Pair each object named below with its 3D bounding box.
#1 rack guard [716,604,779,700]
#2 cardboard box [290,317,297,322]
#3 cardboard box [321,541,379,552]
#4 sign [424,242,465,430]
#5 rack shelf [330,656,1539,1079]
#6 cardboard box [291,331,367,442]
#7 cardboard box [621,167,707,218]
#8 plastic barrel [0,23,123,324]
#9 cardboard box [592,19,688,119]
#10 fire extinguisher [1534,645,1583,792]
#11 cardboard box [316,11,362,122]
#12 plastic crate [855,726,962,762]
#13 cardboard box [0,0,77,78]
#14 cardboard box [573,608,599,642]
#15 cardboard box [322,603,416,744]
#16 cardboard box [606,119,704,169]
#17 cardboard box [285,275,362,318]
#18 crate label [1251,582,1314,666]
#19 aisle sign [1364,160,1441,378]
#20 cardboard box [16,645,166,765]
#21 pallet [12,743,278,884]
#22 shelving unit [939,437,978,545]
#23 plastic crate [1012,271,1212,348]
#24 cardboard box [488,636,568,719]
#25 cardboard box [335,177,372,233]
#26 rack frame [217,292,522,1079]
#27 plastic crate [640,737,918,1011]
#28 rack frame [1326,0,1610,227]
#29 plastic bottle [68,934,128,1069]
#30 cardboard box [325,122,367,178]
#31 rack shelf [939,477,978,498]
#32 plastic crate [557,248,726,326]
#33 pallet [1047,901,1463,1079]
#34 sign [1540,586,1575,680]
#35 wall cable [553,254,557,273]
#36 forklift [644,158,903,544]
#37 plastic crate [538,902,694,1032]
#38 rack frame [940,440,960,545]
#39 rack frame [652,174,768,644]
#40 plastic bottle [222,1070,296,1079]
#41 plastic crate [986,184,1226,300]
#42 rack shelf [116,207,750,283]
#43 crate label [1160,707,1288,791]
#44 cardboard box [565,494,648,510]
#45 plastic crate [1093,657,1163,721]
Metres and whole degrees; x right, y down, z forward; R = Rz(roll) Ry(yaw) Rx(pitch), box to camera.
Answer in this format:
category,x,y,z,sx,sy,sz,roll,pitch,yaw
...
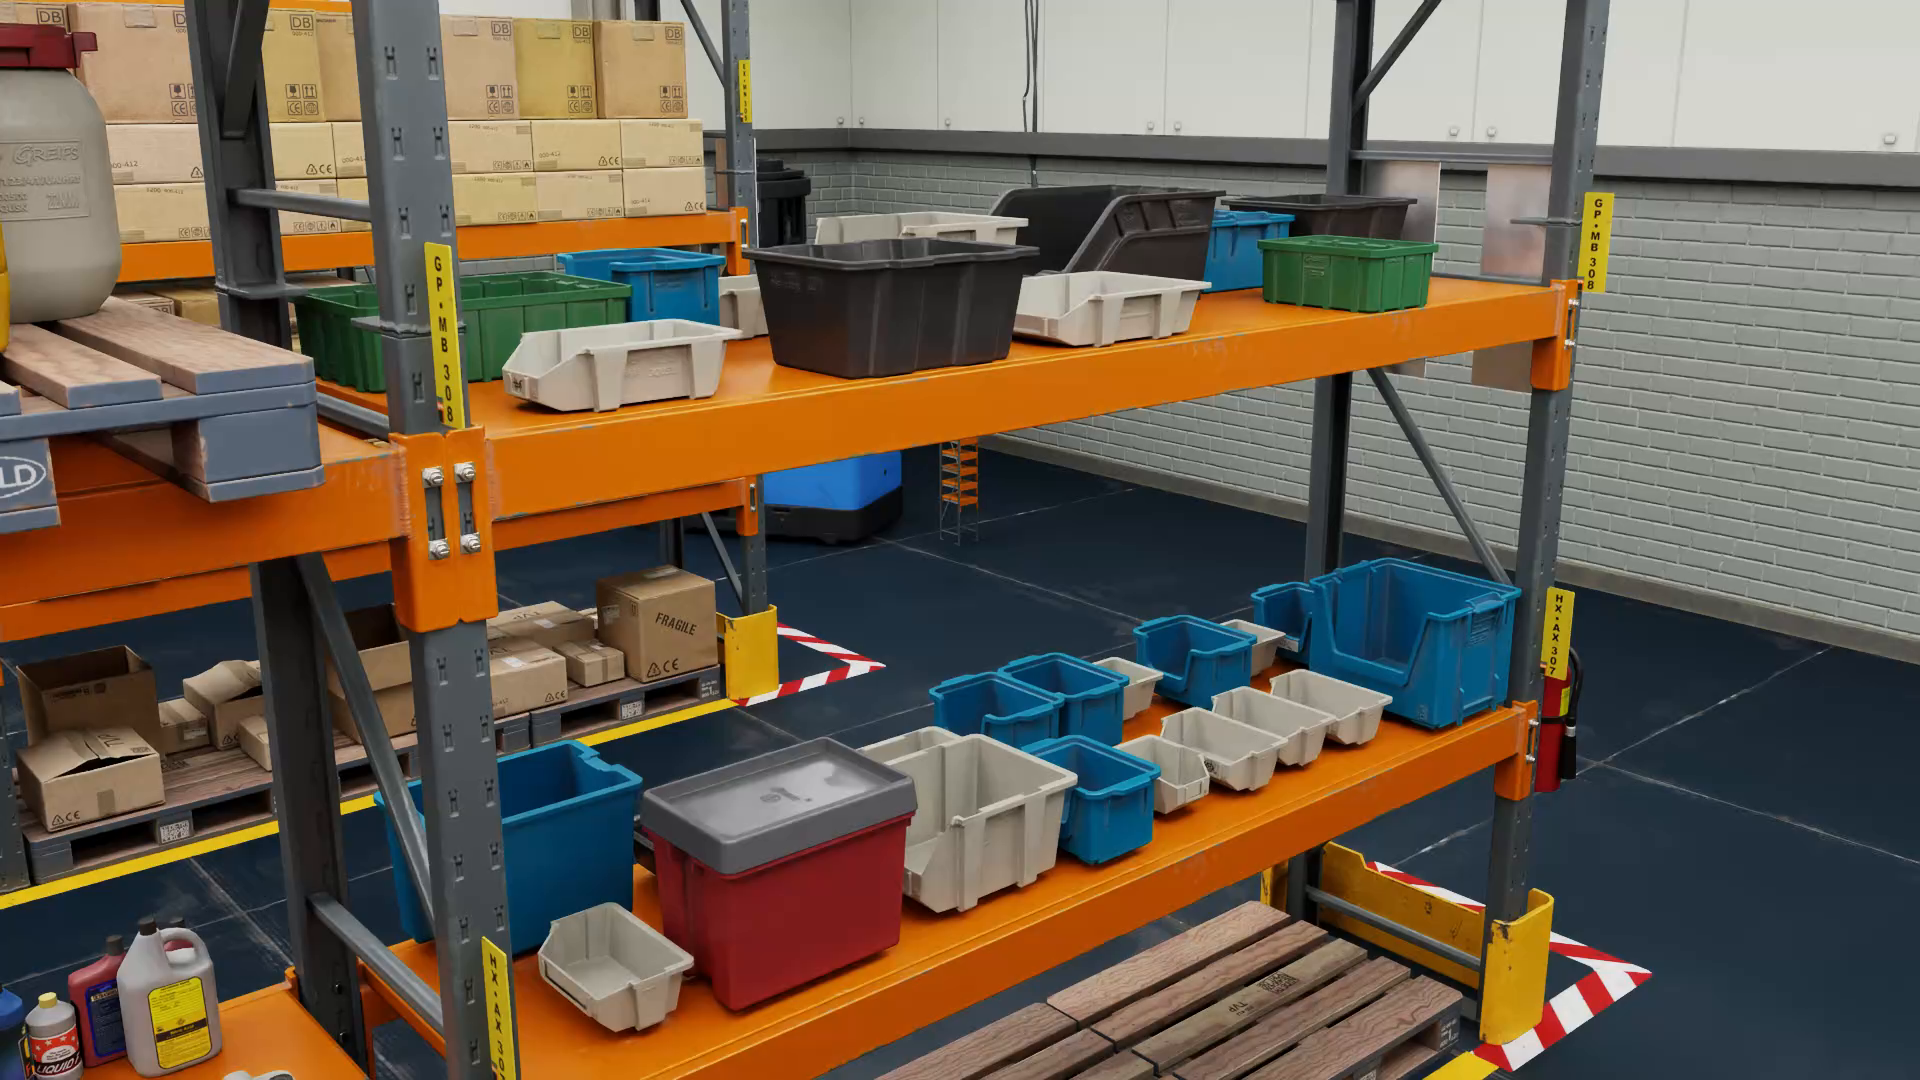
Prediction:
category,x,y,z,sx,sy,sz,roll,pitch,yaw
rack guard,-1.568,0.561,10.181,0.348,0.500,1.175,-13,19,-39
cardboard box,-3.171,-0.907,8.702,0.500,0.500,0.500,-13,20,-40
cardboard box,-3.202,-0.235,8.125,0.500,0.500,0.500,-13,20,-40
sign,-0.920,-0.363,2.967,0.005,0.325,0.100,-13,19,-39
rack shelf,0.230,0.992,5.119,4.000,0.370,1.077,-13,19,-39
cardboard box,-3.211,-0.713,7.975,0.500,0.500,0.500,-13,20,-41
cardboard box,-1.725,-1.898,9.021,0.500,0.250,0.500,-13,19,-39
plastic barrel,-1.841,-0.694,3.148,0.433,0.535,0.433,0,15,0
cardboard box,-1.887,-2.550,9.040,0.500,0.500,0.700,-13,19,-39
fire extinguisher,2.150,0.586,6.117,0.183,0.674,0.296,-13,19,-39
cardboard box,-3.065,-2.310,8.141,0.500,0.500,0.700,-13,19,-39
plastic crate,-0.163,0.728,5.107,0.466,0.136,0.293,-13,19,-39
cardboard box,-4.186,-2.052,7.177,0.500,0.500,0.700,-13,19,-39
cardboard box,-2.241,0.543,10.042,0.250,0.166,0.380,-13,19,-39
cardboard box,-3.114,0.692,8.831,0.637,0.503,0.797,-13,19,-39
cardboard box,-1.731,-2.141,8.963,0.500,0.250,0.500,-13,19,-39
cardboard box,-5.143,-1.680,13.146,0.700,0.700,0.980,-12,19,-37
crate label,1.336,0.335,6.392,0.303,0.233,0.416,-13,19,-39
aisle sign,1.598,-1.021,6.221,0.004,0.787,0.394,-13,19,-39
cardboard box,-4.284,0.861,8.204,0.500,0.500,0.500,-13,19,-39
pallet,-4.009,1.249,8.165,1.213,0.211,1.003,-13,19,-39
shelving unit,-0.011,-0.577,13.086,0.189,1.200,0.258,-13,19,-39
plastic crate,0.342,-0.618,4.450,0.530,0.136,0.437,-13,19,-39
cardboard box,-2.495,0.751,9.100,0.500,0.250,0.500,-13,19,-39
cardboard box,-2.866,-1.647,8.080,0.500,0.250,0.500,-13,19,-39
rack frame,-1.279,0.983,3.758,0.127,3.000,1.000,-13,19,-39
plastic crate,-0.441,0.821,4.125,0.583,0.464,0.402,-13,19,-39
rack frame,1.738,-2.593,5.520,0.127,3.000,1.000,-13,19,-39
plastic bottle,-1.937,1.041,3.767,0.133,0.283,0.061,-13,19,-39
cardboard box,-2.860,-1.887,8.010,0.500,0.250,0.500,-13,19,-39
rack shelf,-0.011,-0.418,13.128,0.180,0.103,0.258,-13,19,-39
plastic crate,-0.802,-0.602,4.202,0.300,0.233,0.416,-13,19,-39
pallet,1.091,1.785,6.160,1.213,0.211,1.003,-13,19,-39
sign,2.112,0.331,5.883,0.005,0.325,0.100,-13,19,-39
wall cable,-4.420,-2.515,14.885,1.851,1.984,0.084,-13,19,-39
forklift,-2.044,-1.593,13.533,3.031,2.935,1.130,5,16,19
plastic crate,-0.834,1.030,3.975,0.243,0.136,0.396,-13,19,-39
rack frame,-0.080,-0.562,13.028,0.006,1.200,0.240,-13,19,-39
rack frame,-1.510,-0.660,9.907,0.127,3.000,1.000,-13,19,-39
plastic bottle,-1.364,1.173,3.288,0.135,0.276,0.152,-13,19,-39
plastic crate,0.405,-0.909,5.147,0.767,0.338,0.504,-13,19,-39
rack shelf,-3.019,-1.422,8.344,4.000,0.370,1.077,-13,19,-39
crate label,0.820,0.675,5.304,0.243,0.136,0.396,-13,19,-39
cardboard box,-2.059,-0.491,9.080,0.500,0.500,0.500,-12,19,-39
plastic crate,0.528,0.535,5.831,0.298,0.136,0.250,-13,19,-39
